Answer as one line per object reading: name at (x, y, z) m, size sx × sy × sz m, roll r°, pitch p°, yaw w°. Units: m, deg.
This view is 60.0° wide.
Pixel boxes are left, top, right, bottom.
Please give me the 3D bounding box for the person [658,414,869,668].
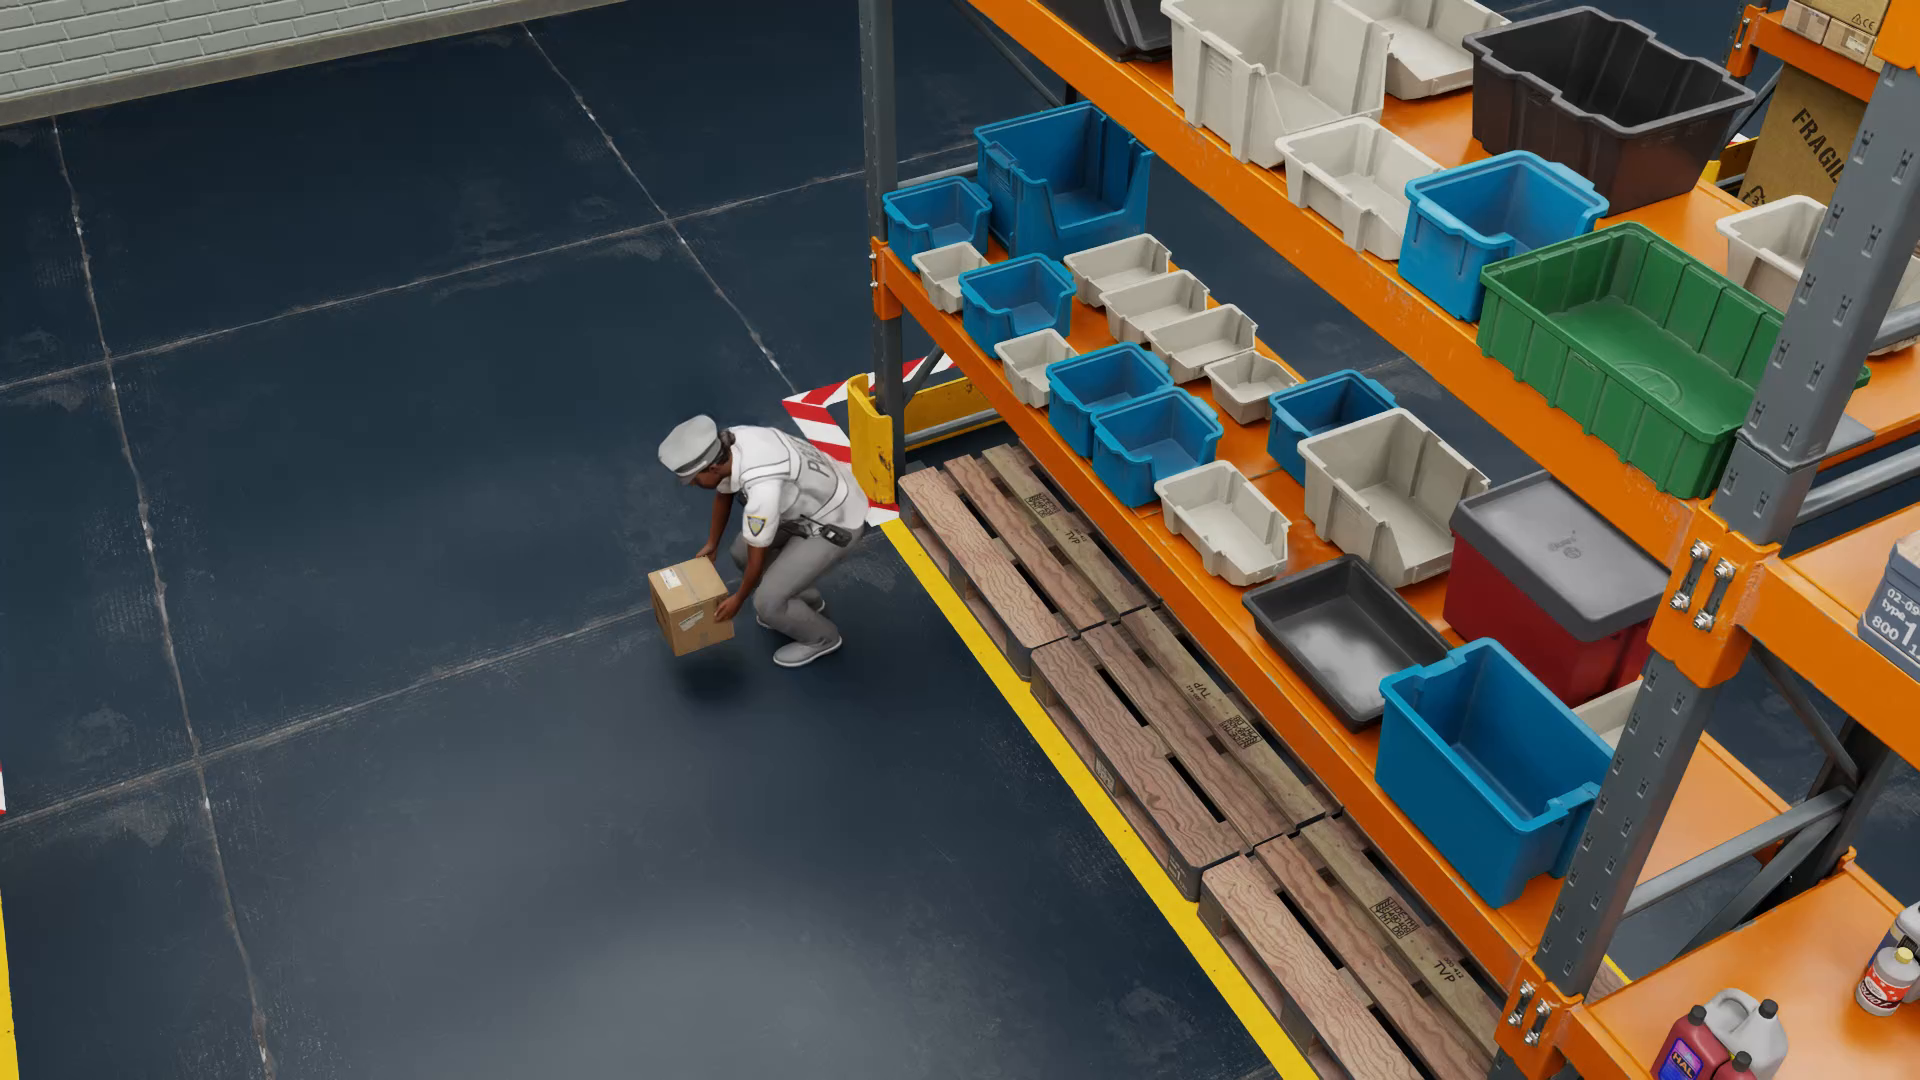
person at (-0.739, -0.016, 6.524) m, size 0.788 × 1.222 × 0.502 m, roll -14°, pitch 43°, yaw -16°
